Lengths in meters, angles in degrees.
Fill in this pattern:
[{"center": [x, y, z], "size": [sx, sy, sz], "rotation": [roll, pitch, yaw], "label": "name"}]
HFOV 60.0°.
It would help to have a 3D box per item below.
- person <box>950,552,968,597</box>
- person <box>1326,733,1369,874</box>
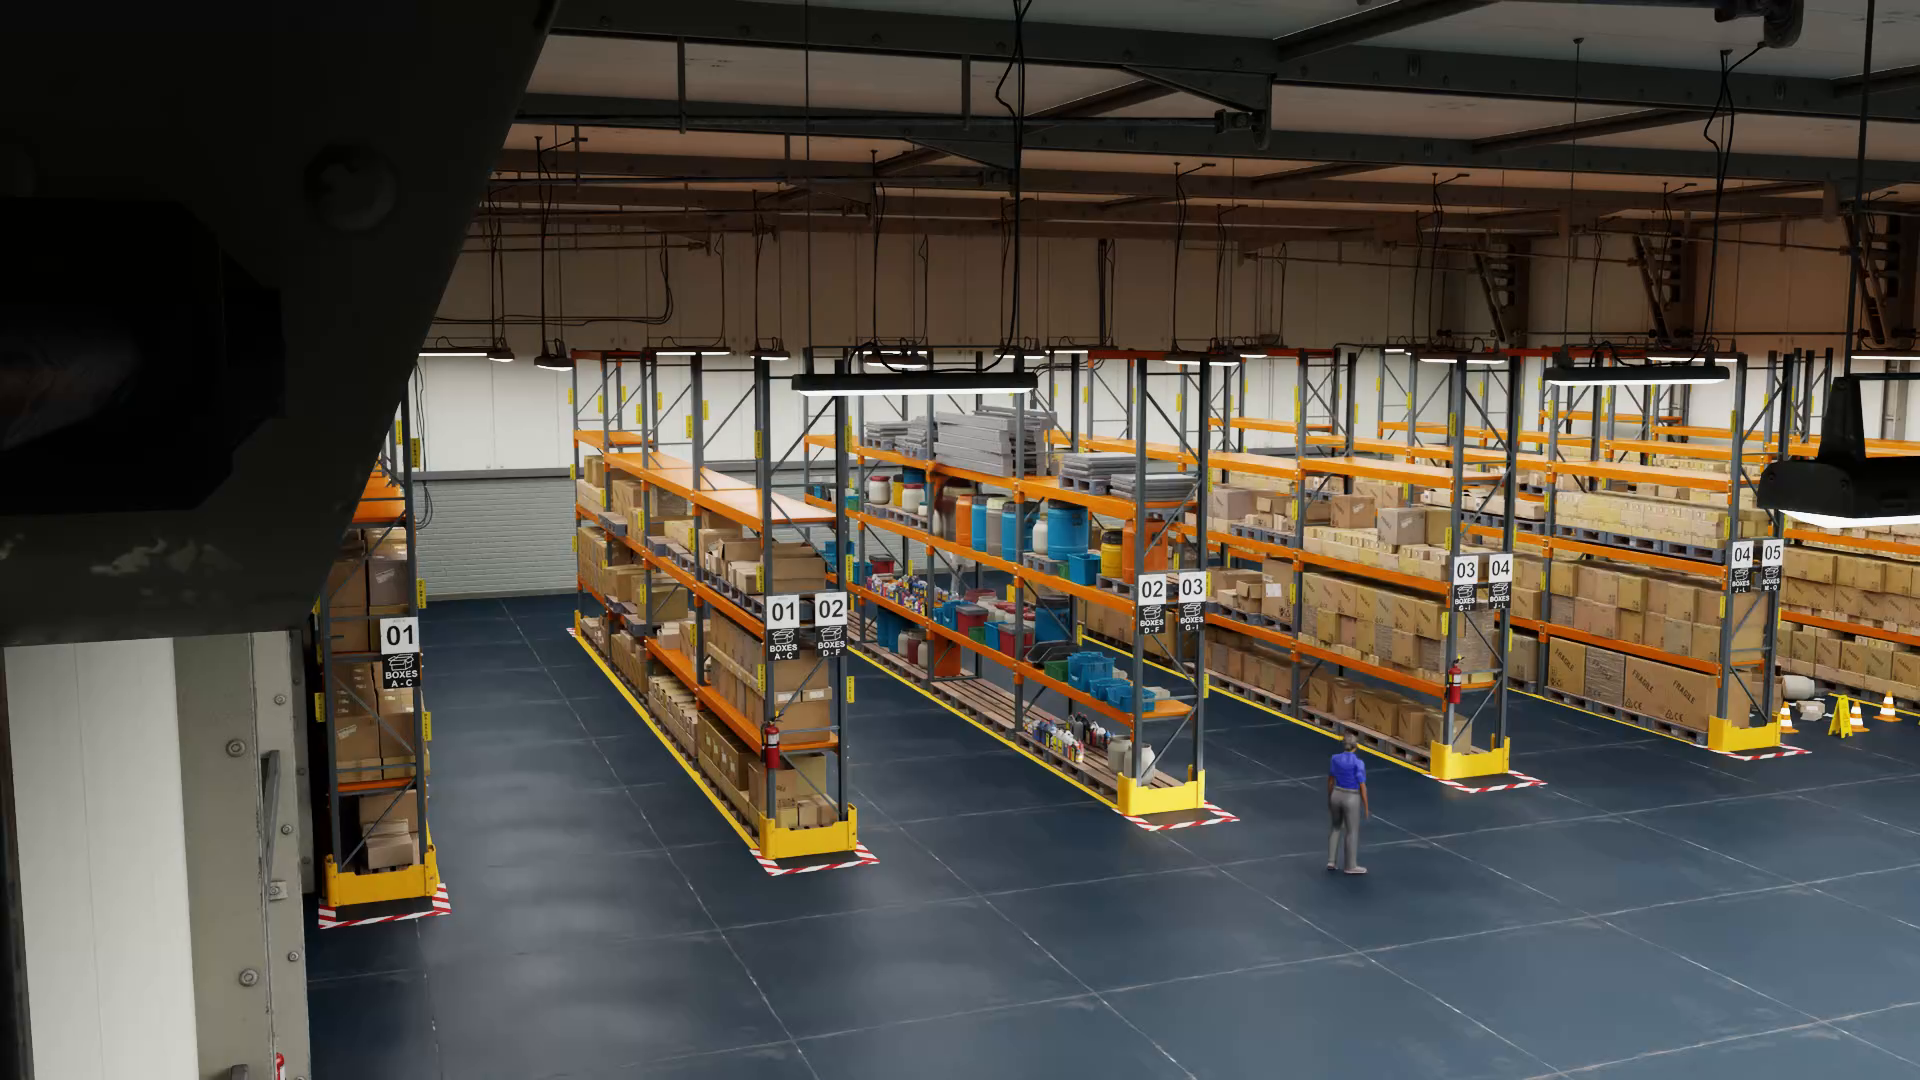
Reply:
[{"center": [-0.029, 0.595, 39.946], "size": [0.477, 1.610, 0.385], "rotation": [-5, 9, -34], "label": "person"}, {"center": [4.560, 3.132, 19.570], "size": [0.345, 1.744, 0.550], "rotation": [-7, 10, -44], "label": "person"}]
